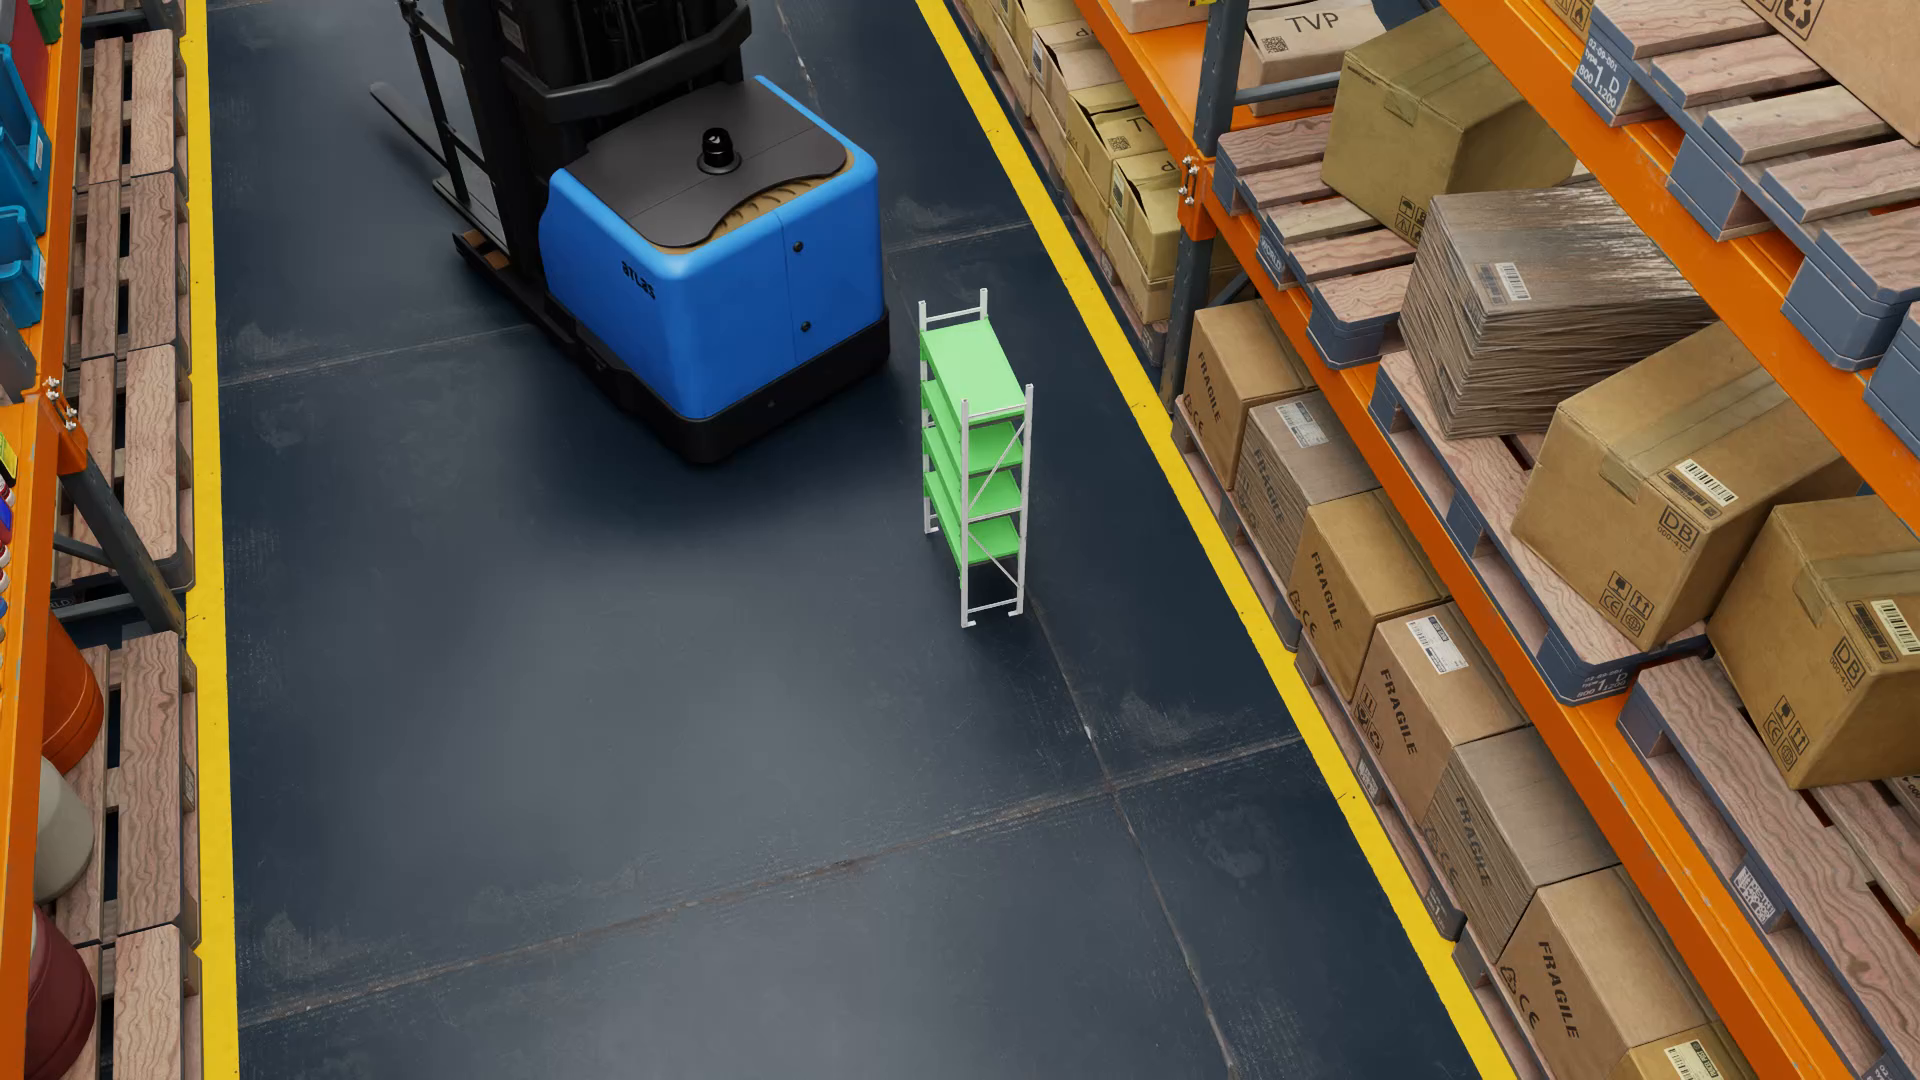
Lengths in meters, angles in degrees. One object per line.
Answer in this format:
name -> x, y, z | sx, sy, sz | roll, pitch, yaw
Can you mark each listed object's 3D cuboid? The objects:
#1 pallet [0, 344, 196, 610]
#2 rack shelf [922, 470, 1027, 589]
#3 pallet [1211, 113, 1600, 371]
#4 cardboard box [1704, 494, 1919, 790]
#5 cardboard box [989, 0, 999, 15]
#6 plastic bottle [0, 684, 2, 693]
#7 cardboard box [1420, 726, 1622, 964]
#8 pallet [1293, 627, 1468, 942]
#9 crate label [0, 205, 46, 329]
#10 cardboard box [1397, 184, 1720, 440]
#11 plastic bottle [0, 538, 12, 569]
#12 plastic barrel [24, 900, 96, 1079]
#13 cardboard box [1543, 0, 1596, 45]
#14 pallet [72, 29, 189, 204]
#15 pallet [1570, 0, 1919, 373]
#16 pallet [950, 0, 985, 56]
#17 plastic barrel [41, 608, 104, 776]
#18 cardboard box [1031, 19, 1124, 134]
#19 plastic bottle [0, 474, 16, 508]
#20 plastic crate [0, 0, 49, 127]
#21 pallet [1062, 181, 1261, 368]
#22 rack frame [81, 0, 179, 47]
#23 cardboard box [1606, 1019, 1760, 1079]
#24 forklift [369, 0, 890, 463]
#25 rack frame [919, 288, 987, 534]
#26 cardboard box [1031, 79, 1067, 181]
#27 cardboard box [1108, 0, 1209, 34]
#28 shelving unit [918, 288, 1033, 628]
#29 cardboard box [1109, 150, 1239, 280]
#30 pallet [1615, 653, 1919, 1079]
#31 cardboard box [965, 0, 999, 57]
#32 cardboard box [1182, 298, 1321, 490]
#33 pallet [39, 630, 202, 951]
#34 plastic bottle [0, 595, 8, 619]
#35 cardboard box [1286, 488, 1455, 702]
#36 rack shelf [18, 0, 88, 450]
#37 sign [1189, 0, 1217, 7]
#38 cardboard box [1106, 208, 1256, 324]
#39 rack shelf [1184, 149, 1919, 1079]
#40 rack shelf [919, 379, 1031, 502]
pallet -> -3.588, -0.202, 6.572 | 1.003, 0.211, 1.213 | -13, 51, -11
rack shelf -> 0.049, -0.070, 6.211 | 0.258, 0.148, 0.480 | -13, 51, -11
pallet -> 1.605, -1.102, 5.633 | 1.213, 0.211, 1.003 | -13, 51, -11
cardboard box -> 2.330, 0.226, 4.047 | 0.700, 0.500, 0.500 | -6, 50, -5
cardboard box -> 0.336, -2.892, 8.173 | 0.500, 0.311, 0.500 | -15, 51, -12
plastic bottle -> -2.639, 0.349, 4.413 | 0.097, 0.201, 0.097 | 0, 50, 0
cardboard box -> 1.815, 0.917, 5.152 | 0.500, 0.500, 0.500 | -13, 51, -11
pallet -> 1.879, 0.699, 5.813 | 1.003, 0.211, 1.213 | -13, 51, -11
crate label -> -3.162, -0.865, 5.416 | 0.303, 0.233, 0.416 | -13, 51, -11
cardboard box -> 1.719, -0.665, 4.799 | 0.700, 0.500, 0.500 | -5, 50, -4
plastic bottle -> -2.783, -0.006, 4.713 | 0.097, 0.201, 0.097 | 0, 50, 0
plastic barrel -> -2.901, 1.294, 4.789 | 0.600, 0.588, 0.708 | -13, 51, -11
cardboard box -> 1.803, -1.579, 3.882 | 0.910, 0.500, 0.500 | -13, 51, -11
pallet -> -4.309, -1.984, 8.074 | 1.003, 0.211, 1.213 | -13, 51, -11
pallet -> 2.085, -0.877, 3.478 | 1.213, 0.211, 1.003 | -13, 51, -11
pallet -> 0.410, -3.137, 9.046 | 1.003, 0.211, 1.213 | -13, 51, -11
plastic barrel -> -3.235, 0.392, 5.392 | 0.600, 0.830, 0.708 | -13, 51, -11
cardboard box -> 0.641, -2.147, 7.545 | 0.500, 0.311, 0.500 | -14, 51, -11
plastic bottle -> -2.852, -0.175, 4.855 | 0.097, 0.201, 0.097 | 0, 50, 0
plastic crate -> -3.581, -1.796, 6.050 | 0.402, 0.464, 0.583 | -13, 51, -11
pallet -> 1.131, -1.355, 7.544 | 1.003, 0.211, 1.213 | -13, 51, -11
rack frame -> -4.578, -3.448, 7.484 | 1.000, 3.000, 0.127 | -13, 51, -11
cardboard box -> 2.101, 1.646, 4.537 | 0.500, 0.500, 0.500 | -14, 51, -11
forklift -> -1.643, -2.311, 6.571 | 1.130, 2.935, 3.031 | -34, 58, -25
rack frame -> -0.023, -0.444, 6.129 | 0.240, 1.200, 0.015 | -13, 51, -11
cardboard box -> 0.647, -1.965, 7.758 | 0.500, 0.250, 0.500 | -12, 51, -10
cardboard box -> 0.807, -2.157, 6.560 | 0.380, 0.149, 0.250 | -13, 51, -11
shelving unit -> 0.049, -0.266, 5.979 | 0.258, 1.200, 0.503 | -13, 51, -11
cardboard box -> 0.947, -1.400, 6.915 | 0.500, 0.311, 0.500 | -12, 51, -10
pallet -> 2.388, 0.732, 4.086 | 1.003, 0.211, 1.213 | -13, 51, -11
cardboard box -> 0.343, -2.712, 8.388 | 0.500, 0.250, 0.500 | -15, 51, -12
cardboard box -> 1.199, -0.582, 6.416 | 0.500, 0.500, 0.500 | -11, 51, -9
pallet -> -3.123, 0.939, 5.610 | 1.003, 0.211, 1.213 | -13, 51, -11
plastic bottle -> -2.726, 0.114, 4.566 | 0.097, 0.271, 0.097 | 0, 50, 0
cardboard box -> 1.503, 0.166, 5.785 | 0.500, 0.500, 0.500 | -14, 51, -11
rack shelf -> -3.987, -1.755, 6.528 | 1.077, 0.370, 4.000 | -13, 51, -11
sign -> 0.808, -1.889, 5.413 | 0.100, 0.325, 0.005 | -13, 51, -11
cardboard box -> 0.949, -1.222, 7.131 | 0.500, 0.250, 0.500 | -12, 51, -10
rack shelf -> 1.929, 0.049, 5.007 | 1.077, 0.370, 4.000 | -13, 51, -11
rack shelf -> 0.049, -0.379, 5.844 | 0.258, 0.148, 0.480 | -13, 51, -11
